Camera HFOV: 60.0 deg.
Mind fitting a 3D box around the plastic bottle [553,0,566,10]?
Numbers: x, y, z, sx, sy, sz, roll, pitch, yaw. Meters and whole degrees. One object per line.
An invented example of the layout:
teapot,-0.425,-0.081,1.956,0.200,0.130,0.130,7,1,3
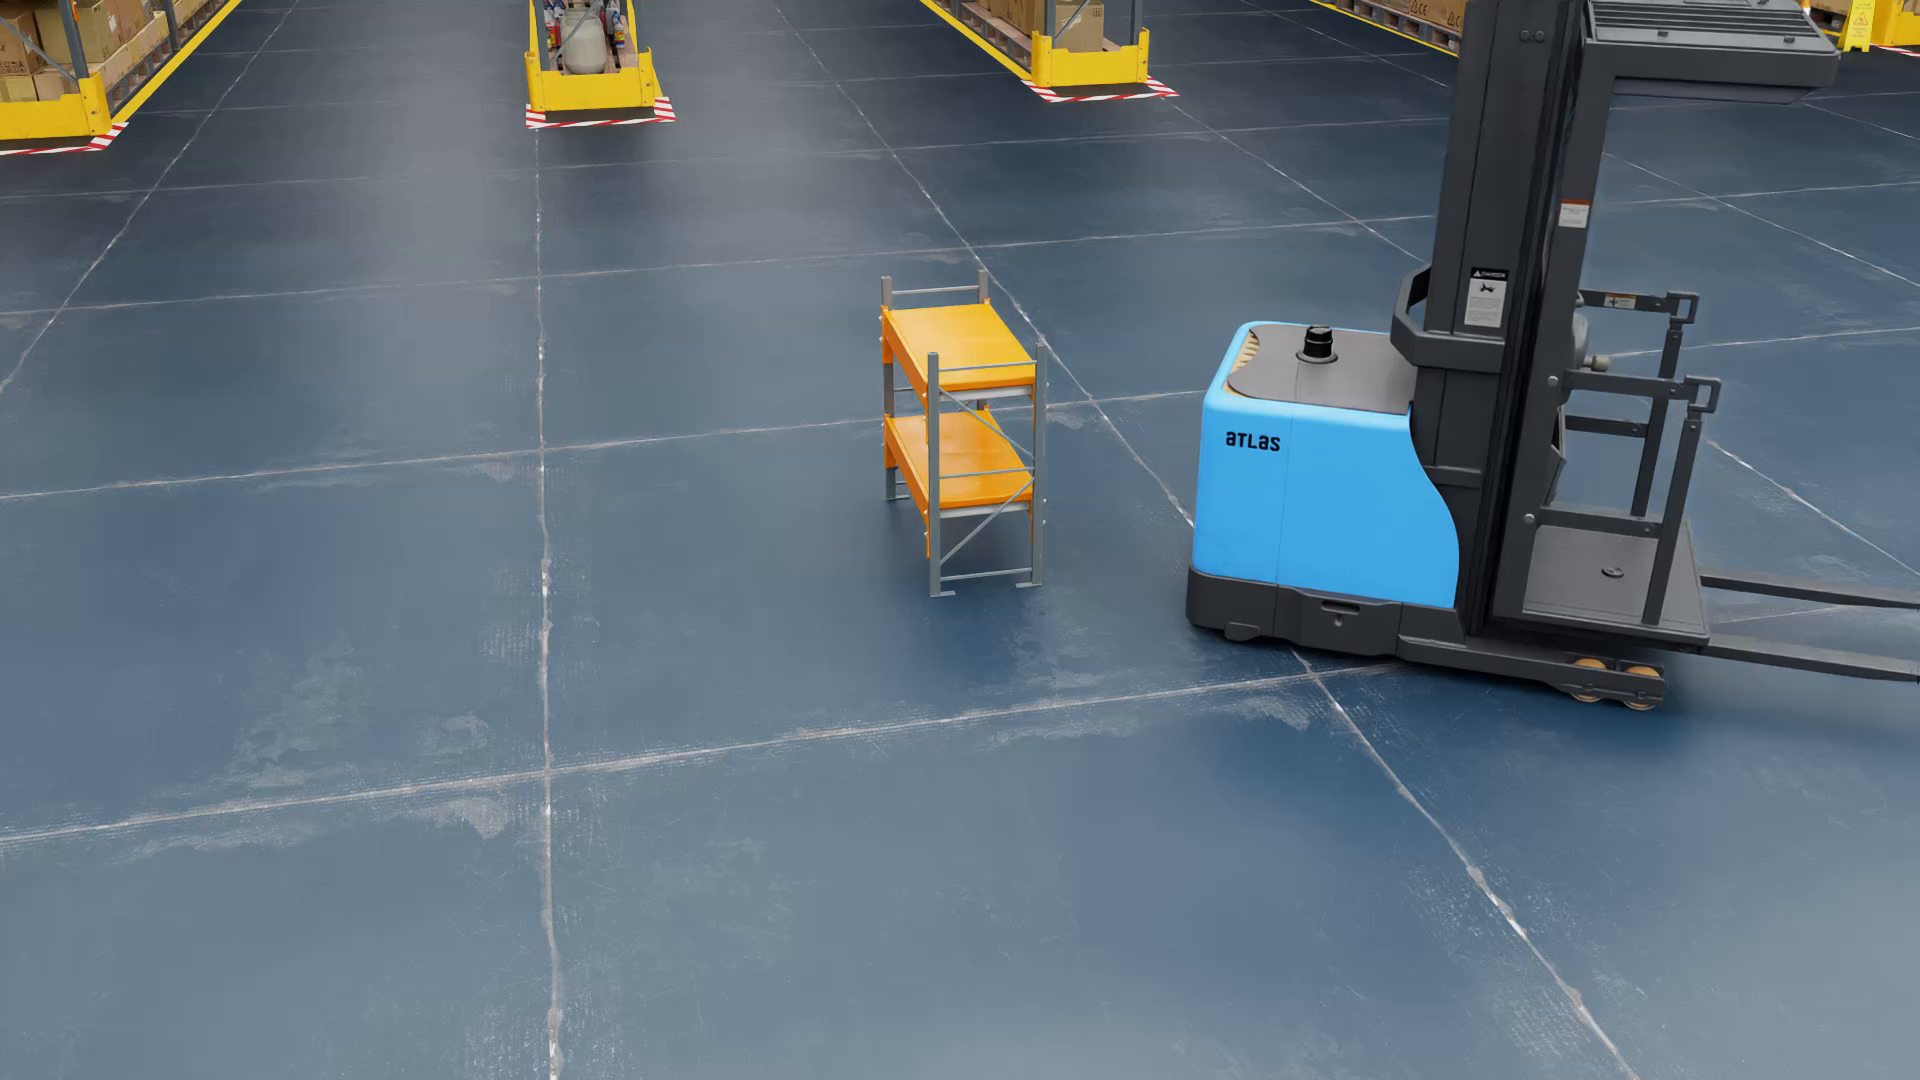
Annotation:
plastic bottle,-4.466,-5.904,18.570,0.144,0.351,0.185,-6,27,-12

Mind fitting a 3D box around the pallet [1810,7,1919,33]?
pallet,10.832,-6.174,19.748,1.003,0.211,1.213,-6,27,-12

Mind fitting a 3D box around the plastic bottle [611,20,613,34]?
plastic bottle,-3.756,-5.619,18.171,0.097,0.201,0.097,0,27,0

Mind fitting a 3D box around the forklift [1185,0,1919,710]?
forklift,2.519,-0.918,6.316,3.031,2.935,1.130,8,28,16

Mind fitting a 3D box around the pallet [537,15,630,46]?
pallet,-4.273,-5.728,18.864,1.003,0.211,1.213,-6,27,-12

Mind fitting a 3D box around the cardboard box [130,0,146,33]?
cardboard box,-8.675,-5.444,16.961,0.500,0.500,0.500,-6,27,-12

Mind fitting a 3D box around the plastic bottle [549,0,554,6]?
plastic bottle,-4.640,-5.929,18.702,0.152,0.276,0.135,-5,27,-10

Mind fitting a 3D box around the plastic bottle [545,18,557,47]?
plastic bottle,-4.354,-5.372,17.598,0.152,0.276,0.135,-6,27,-11

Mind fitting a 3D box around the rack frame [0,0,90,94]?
rack frame,-8.309,-5.015,14.356,1.000,3.000,0.127,-6,27,-12

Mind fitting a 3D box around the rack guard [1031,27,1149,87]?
rack guard,1.326,-4.936,16.975,1.175,0.500,0.348,-6,27,-12

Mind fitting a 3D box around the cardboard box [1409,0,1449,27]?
cardboard box,5.781,-6.394,18.982,0.875,0.875,0.875,-6,27,-12

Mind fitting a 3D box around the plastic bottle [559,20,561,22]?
plastic bottle,-4.318,-5.503,17.941,0.097,0.201,0.097,0,27,0

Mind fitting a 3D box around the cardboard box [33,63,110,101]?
cardboard box,-8.213,-4.233,15.392,0.500,0.250,0.500,-6,27,-12

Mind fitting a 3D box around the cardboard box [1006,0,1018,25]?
cardboard box,0.846,-6.152,18.917,0.500,0.500,0.500,-8,28,-16

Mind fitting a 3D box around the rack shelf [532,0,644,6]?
rack shelf,-3.933,-6.073,17.251,1.077,0.370,4.000,-6,27,-12

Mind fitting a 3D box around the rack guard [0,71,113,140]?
rack guard,-8.304,-3.888,14.899,1.175,0.500,0.348,-6,27,-12

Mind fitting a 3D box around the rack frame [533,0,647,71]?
rack frame,-3.482,-5.516,15.350,1.000,3.000,0.127,-6,27,-12

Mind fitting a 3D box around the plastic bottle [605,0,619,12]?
plastic bottle,-3.842,-5.806,18.376,0.144,0.351,0.185,-6,27,-12

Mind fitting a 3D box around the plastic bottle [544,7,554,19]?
plastic bottle,-4.426,-5.538,17.845,0.144,0.351,0.185,-5,27,-9

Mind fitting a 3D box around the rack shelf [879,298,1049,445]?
rack shelf,-0.002,-0.766,7.371,0.538,0.278,1.000,-6,27,-12

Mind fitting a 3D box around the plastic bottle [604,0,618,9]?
plastic bottle,-3.915,-5.948,18.657,0.144,0.351,0.185,-7,28,-14

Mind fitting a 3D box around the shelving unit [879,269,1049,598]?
shelving unit,-0.002,-0.505,7.502,0.538,1.125,1.048,-6,27,-12

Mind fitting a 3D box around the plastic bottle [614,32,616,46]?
plastic bottle,-3.611,-5.336,17.611,0.097,0.201,0.097,0,27,0

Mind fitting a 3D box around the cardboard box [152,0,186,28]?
cardboard box,-9.060,-5.933,18.761,0.500,0.250,0.500,-7,28,-13

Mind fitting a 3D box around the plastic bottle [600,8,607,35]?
plastic bottle,-3.913,-5.693,18.227,0.061,0.283,0.133,-6,27,-12

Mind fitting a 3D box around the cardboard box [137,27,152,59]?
cardboard box,-8.663,-5.111,17.132,0.500,0.250,0.500,-6,27,-12

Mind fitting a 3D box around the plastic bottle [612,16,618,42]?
plastic bottle,-3.665,-5.472,17.803,0.097,0.271,0.097,0,27,0

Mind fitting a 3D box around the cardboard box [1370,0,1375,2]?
cardboard box,5.370,-7.190,20.558,0.875,0.875,0.875,-6,27,-11

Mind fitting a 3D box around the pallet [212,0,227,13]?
pallet,-9.965,-6.916,21.219,1.003,0.211,1.213,-6,27,-12

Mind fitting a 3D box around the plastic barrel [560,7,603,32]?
plastic barrel,-3.818,-5.094,16.809,0.421,0.512,0.421,0,27,0

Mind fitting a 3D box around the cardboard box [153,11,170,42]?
cardboard box,-8.893,-5.549,18.001,0.500,0.250,0.500,-6,27,-12

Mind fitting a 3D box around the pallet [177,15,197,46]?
pallet,-9.415,-5.845,19.097,1.003,0.211,1.213,-6,27,-12

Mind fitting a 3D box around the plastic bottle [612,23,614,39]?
plastic bottle,-3.710,-5.529,17.992,0.097,0.201,0.097,0,27,0

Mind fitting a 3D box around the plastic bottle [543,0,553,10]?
plastic bottle,-4.564,-5.807,18.377,0.144,0.351,0.185,-7,28,-14

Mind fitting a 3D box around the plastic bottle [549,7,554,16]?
plastic bottle,-4.494,-5.710,18.274,0.097,0.271,0.097,0,27,0

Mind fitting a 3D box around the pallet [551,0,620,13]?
pallet,-4.599,-6.368,20.132,1.003,0.211,1.213,-6,27,-12

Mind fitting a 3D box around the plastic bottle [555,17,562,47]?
plastic bottle,-4.250,-5.386,17.618,0.061,0.283,0.133,-6,27,-12

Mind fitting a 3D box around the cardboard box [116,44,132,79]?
cardboard box,-8.442,-4.671,16.261,0.500,0.250,0.500,-6,27,-12

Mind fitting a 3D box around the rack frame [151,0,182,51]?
rack frame,-9.211,-6.771,17.835,1.000,3.000,0.127,-6,27,-12

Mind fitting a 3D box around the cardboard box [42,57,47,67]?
cardboard box,-8.842,-4.398,15.721,0.500,0.250,0.500,-6,27,-12

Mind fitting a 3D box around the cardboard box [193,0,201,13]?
cardboard box,-9.293,-6.385,19.656,0.500,0.250,0.500,-7,28,-13

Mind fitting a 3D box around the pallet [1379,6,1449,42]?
pallet,5.670,-6.111,19.623,1.003,0.211,1.213,-6,27,-12

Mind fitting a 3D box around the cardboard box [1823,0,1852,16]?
cardboard box,10.549,-6.323,19.535,0.500,0.250,0.500,-6,27,-12

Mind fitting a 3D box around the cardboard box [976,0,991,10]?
cardboard box,0.493,-6.667,19.938,0.500,0.500,0.500,-7,28,-13

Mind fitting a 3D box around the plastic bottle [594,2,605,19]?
plastic bottle,-4.053,-5.889,18.622,0.152,0.276,0.135,-6,27,-12

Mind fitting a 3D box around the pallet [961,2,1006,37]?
pallet,0.627,-6.239,19.876,1.003,0.211,1.213,-6,27,-12

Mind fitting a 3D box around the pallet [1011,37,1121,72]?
pallet,1.177,-5.168,17.754,1.003,0.211,1.213,-6,27,-12

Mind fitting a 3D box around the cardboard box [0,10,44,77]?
cardboard box,-8.720,-4.515,15.119,0.500,0.500,0.500,-6,27,-12

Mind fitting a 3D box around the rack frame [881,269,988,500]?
rack frame,-0.116,-0.728,7.945,0.500,1.125,0.032,-6,27,-12

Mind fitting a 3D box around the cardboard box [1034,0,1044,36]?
cardboard box,1.051,-5.625,17.874,0.500,0.500,0.500,1,27,2

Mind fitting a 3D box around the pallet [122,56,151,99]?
pallet,-8.794,-4.636,16.700,1.003,0.211,1.213,-6,27,-12

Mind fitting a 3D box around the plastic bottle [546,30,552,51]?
plastic bottle,-4.323,-5.225,17.390,0.097,0.201,0.097,0,27,0

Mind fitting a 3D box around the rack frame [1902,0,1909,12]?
rack frame,10.998,-7.025,18.340,1.000,3.000,0.127,-6,27,-12

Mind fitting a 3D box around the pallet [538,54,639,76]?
pallet,-3.723,-4.657,16.742,1.003,0.211,1.213,-6,27,-12

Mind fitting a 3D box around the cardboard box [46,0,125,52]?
cardboard box,-8.453,-5.005,16.090,0.500,0.500,0.500,-6,27,-12

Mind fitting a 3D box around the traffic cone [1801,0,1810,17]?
traffic cone,9.644,-5.951,19.026,0.336,0.463,0.334,-6,27,-12
